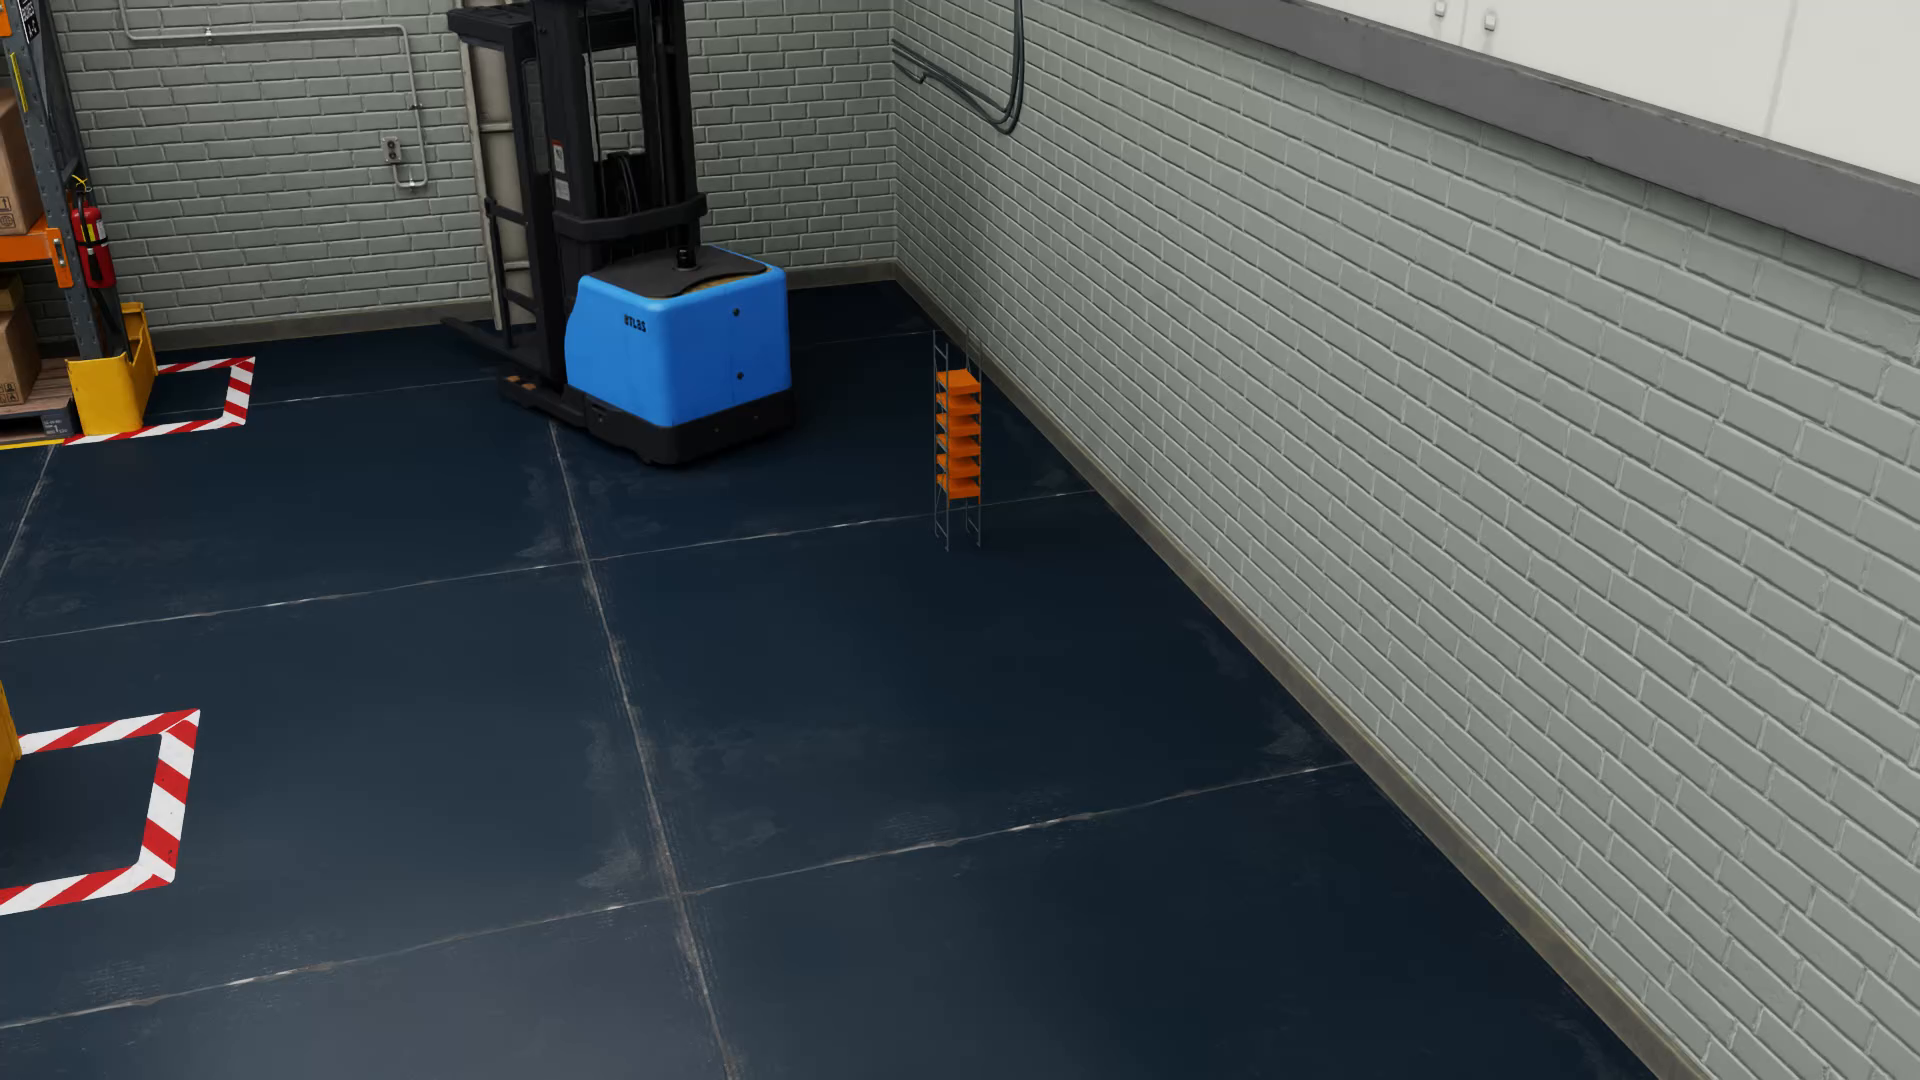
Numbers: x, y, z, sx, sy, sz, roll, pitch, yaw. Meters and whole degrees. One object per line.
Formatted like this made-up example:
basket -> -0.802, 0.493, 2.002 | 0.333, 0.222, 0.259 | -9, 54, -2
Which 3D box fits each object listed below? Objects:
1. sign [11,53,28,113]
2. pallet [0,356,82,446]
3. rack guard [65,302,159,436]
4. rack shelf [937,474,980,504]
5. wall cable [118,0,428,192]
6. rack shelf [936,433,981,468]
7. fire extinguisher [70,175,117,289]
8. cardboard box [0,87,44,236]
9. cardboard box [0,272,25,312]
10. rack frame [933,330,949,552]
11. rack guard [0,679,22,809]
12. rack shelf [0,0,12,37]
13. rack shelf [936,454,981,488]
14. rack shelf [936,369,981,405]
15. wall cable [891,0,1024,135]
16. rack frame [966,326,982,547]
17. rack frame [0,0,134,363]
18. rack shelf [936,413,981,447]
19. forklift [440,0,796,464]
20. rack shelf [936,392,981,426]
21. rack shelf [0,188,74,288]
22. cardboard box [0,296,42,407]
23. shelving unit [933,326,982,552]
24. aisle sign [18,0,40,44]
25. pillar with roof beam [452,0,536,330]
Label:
sign -> -5.462, -2.657, 9.660 | 0.005, 0.325, 0.100 | -8, 28, -16
pallet -> -6.353, -0.871, 10.768 | 1.213, 0.211, 1.003 | -8, 28, -16
rack guard -> -5.594, -1.147, 10.999 | 0.348, 0.500, 1.175 | -8, 28, -16
rack shelf -> -0.014, -0.281, 9.106 | 0.180, 0.103, 0.258 | -8, 28, -16
wall cable -> -4.692, -3.295, 11.371 | 1.851, 1.984, 0.084 | -8, 28, -16
rack shelf -> -0.014, -0.496, 8.999 | 0.180, 0.103, 0.258 | -8, 28, -16
fire extinguisher -> -5.330, -1.888, 10.185 | 0.183, 0.674, 0.296 | -8, 28, -16
cardboard box -> -6.099, -2.323, 10.219 | 0.700, 0.700, 0.980 | -7, 27, -14
cardboard box -> -6.195, -1.586, 10.680 | 0.250, 0.149, 0.380 | -8, 28, -16
rack frame -> -0.101, -0.523, 8.954 | 0.006, 1.200, 0.240 | -8, 28, -16
rack guard -> -4.151, 0.960, 6.753 | 0.348, 0.500, 1.175 | -8, 28, -16
rack shelf -> -7.518, -3.009, 9.374 | 4.000, 0.370, 1.077 | -8, 28, -16
rack shelf -> -0.014, -0.388, 9.052 | 0.180, 0.103, 0.258 | -8, 28, -16
rack shelf -> -0.014, -0.818, 8.839 | 0.180, 0.103, 0.258 | -8, 28, -16
wall cable -> -0.128, -4.188, 11.057 | 0.112, 2.526, 3.097 | -8, 28, -16
rack frame -> 0.073, -0.548, 9.005 | 0.006, 1.200, 0.240 | -8, 28, -16
rack frame -> -5.617, -2.264, 10.436 | 0.127, 3.000, 1.000 | -8, 28, -16
rack shelf -> -0.014, -0.603, 8.946 | 0.180, 0.103, 0.258 | -8, 28, -16
forklift -> -2.441, -2.326, 10.639 | 1.130, 2.935, 3.031 | -24, 35, -39
rack shelf -> -0.014, -0.711, 8.892 | 0.180, 0.103, 0.258 | -8, 28, -16
rack shelf -> -7.518, -1.666, 10.041 | 4.000, 0.370, 1.077 | -8, 28, -16
cardboard box -> -6.251, -1.193, 10.619 | 0.500, 0.500, 0.700 | -8, 28, -16
shelving unit -> -0.014, -0.535, 8.979 | 0.189, 1.200, 0.258 | -8, 28, -16
aisle sign -> -5.455, -3.311, 9.623 | 0.004, 0.787, 0.394 | -8, 28, -16
pillar with roof beam -> -1.984, -3.868, 6.921 | 0.400, 9.000, 9.100 | -8, 28, -16
